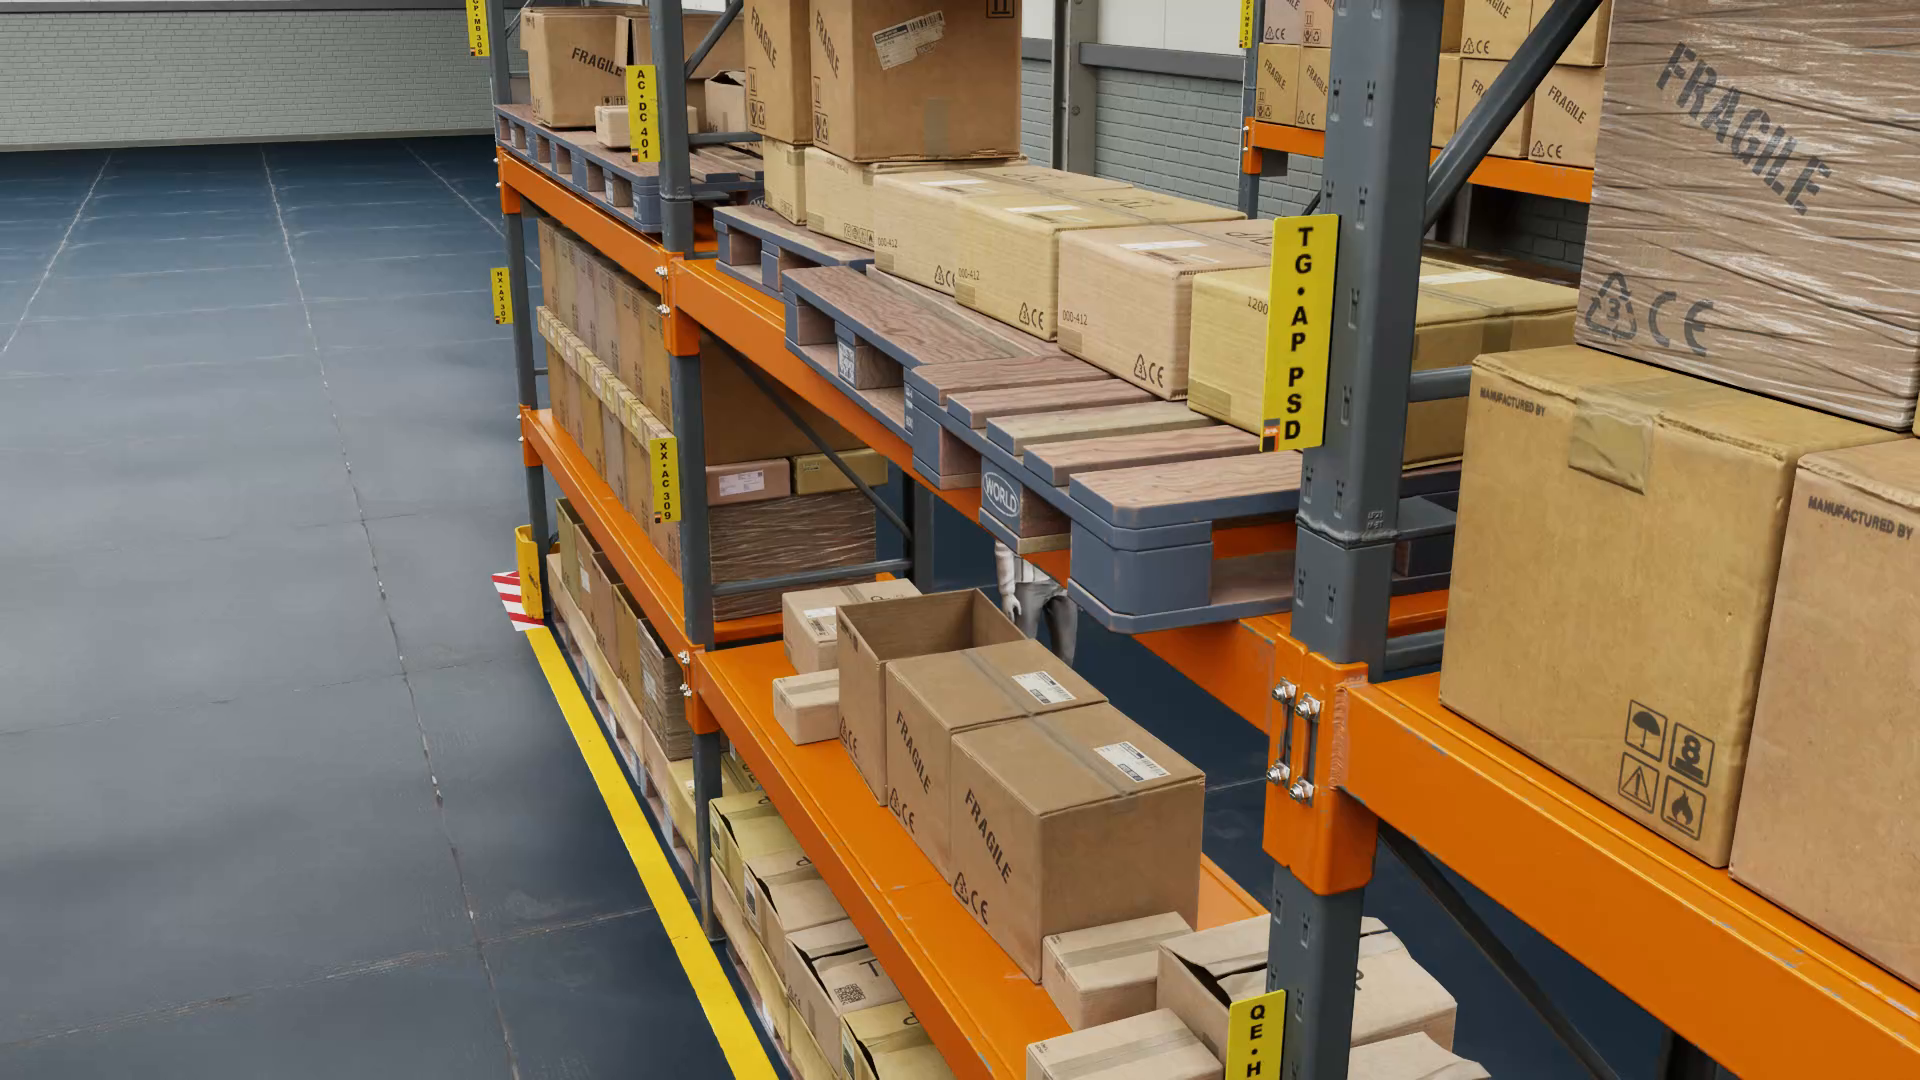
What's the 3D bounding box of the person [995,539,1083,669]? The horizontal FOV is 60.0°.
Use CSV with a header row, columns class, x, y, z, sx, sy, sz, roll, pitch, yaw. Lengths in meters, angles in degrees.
class,x,y,z,sx,sy,sz,roll,pitch,yaw
person,0.427,0.244,8.349,0.546,1.664,0.375,-9,21,-25
